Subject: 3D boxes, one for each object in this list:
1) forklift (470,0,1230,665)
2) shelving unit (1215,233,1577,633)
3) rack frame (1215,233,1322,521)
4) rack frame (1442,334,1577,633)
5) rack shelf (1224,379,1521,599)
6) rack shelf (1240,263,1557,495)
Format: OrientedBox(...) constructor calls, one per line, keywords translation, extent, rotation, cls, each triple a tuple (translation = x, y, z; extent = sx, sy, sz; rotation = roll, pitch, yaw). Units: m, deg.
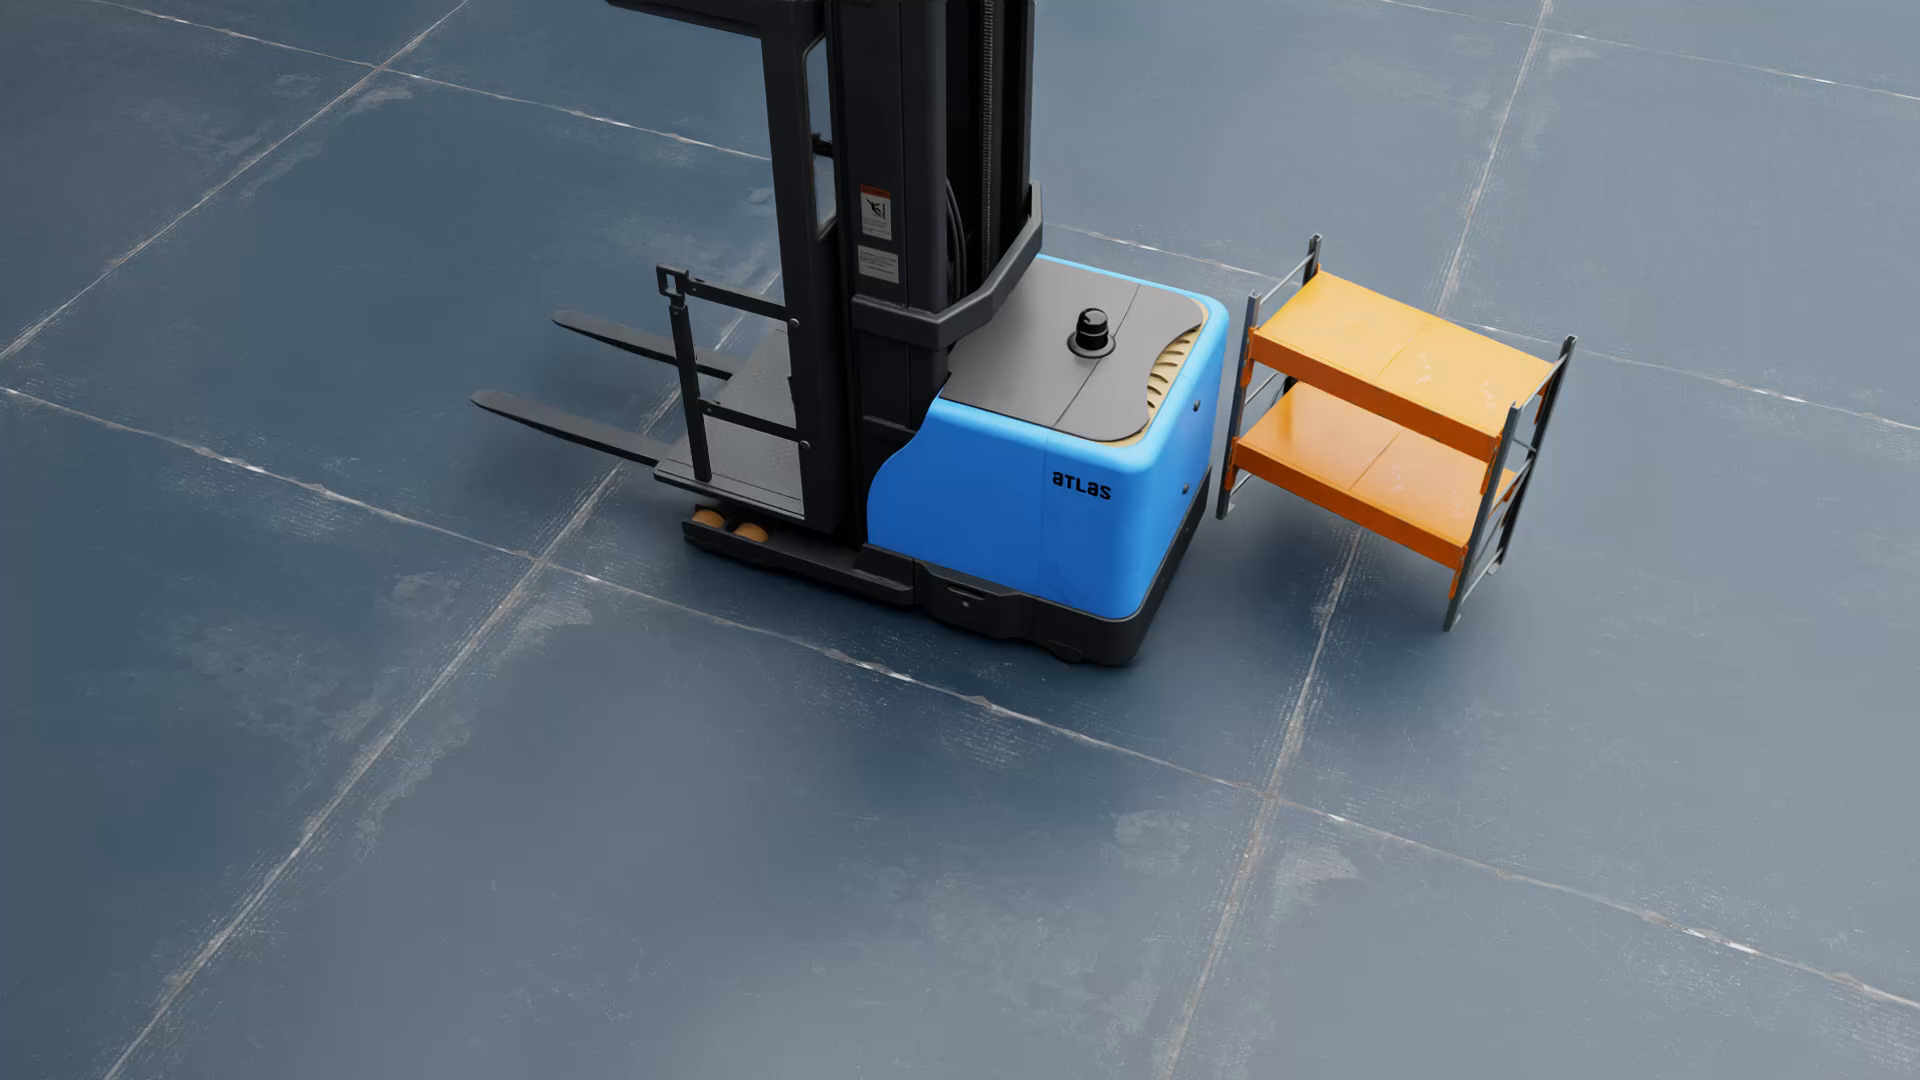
OrientedBox(translation=(-0.557, -1.266, 5.944), extent=(3.031, 2.935, 1.130), rotation=(17, 47, 17), cls="forklift")
OrientedBox(translation=(1.616, -0.405, 6.360), extent=(1.048, 1.125, 0.538), rotation=(28, 51, 26), cls="shelving unit")
OrientedBox(translation=(1.214, -0.624, 6.579), extent=(0.032, 1.125, 0.500), rotation=(28, 51, 26), cls="rack frame")
OrientedBox(translation=(2.019, -0.186, 6.140), extent=(0.032, 1.125, 0.500), rotation=(28, 51, 26), cls="rack frame")
OrientedBox(translation=(1.616, -0.232, 6.532), extent=(1.000, 0.278, 0.538), rotation=(28, 51, 26), cls="rack shelf")
OrientedBox(translation=(1.616, -0.613, 6.153), extent=(1.000, 0.278, 0.538), rotation=(28, 51, 26), cls="rack shelf")
